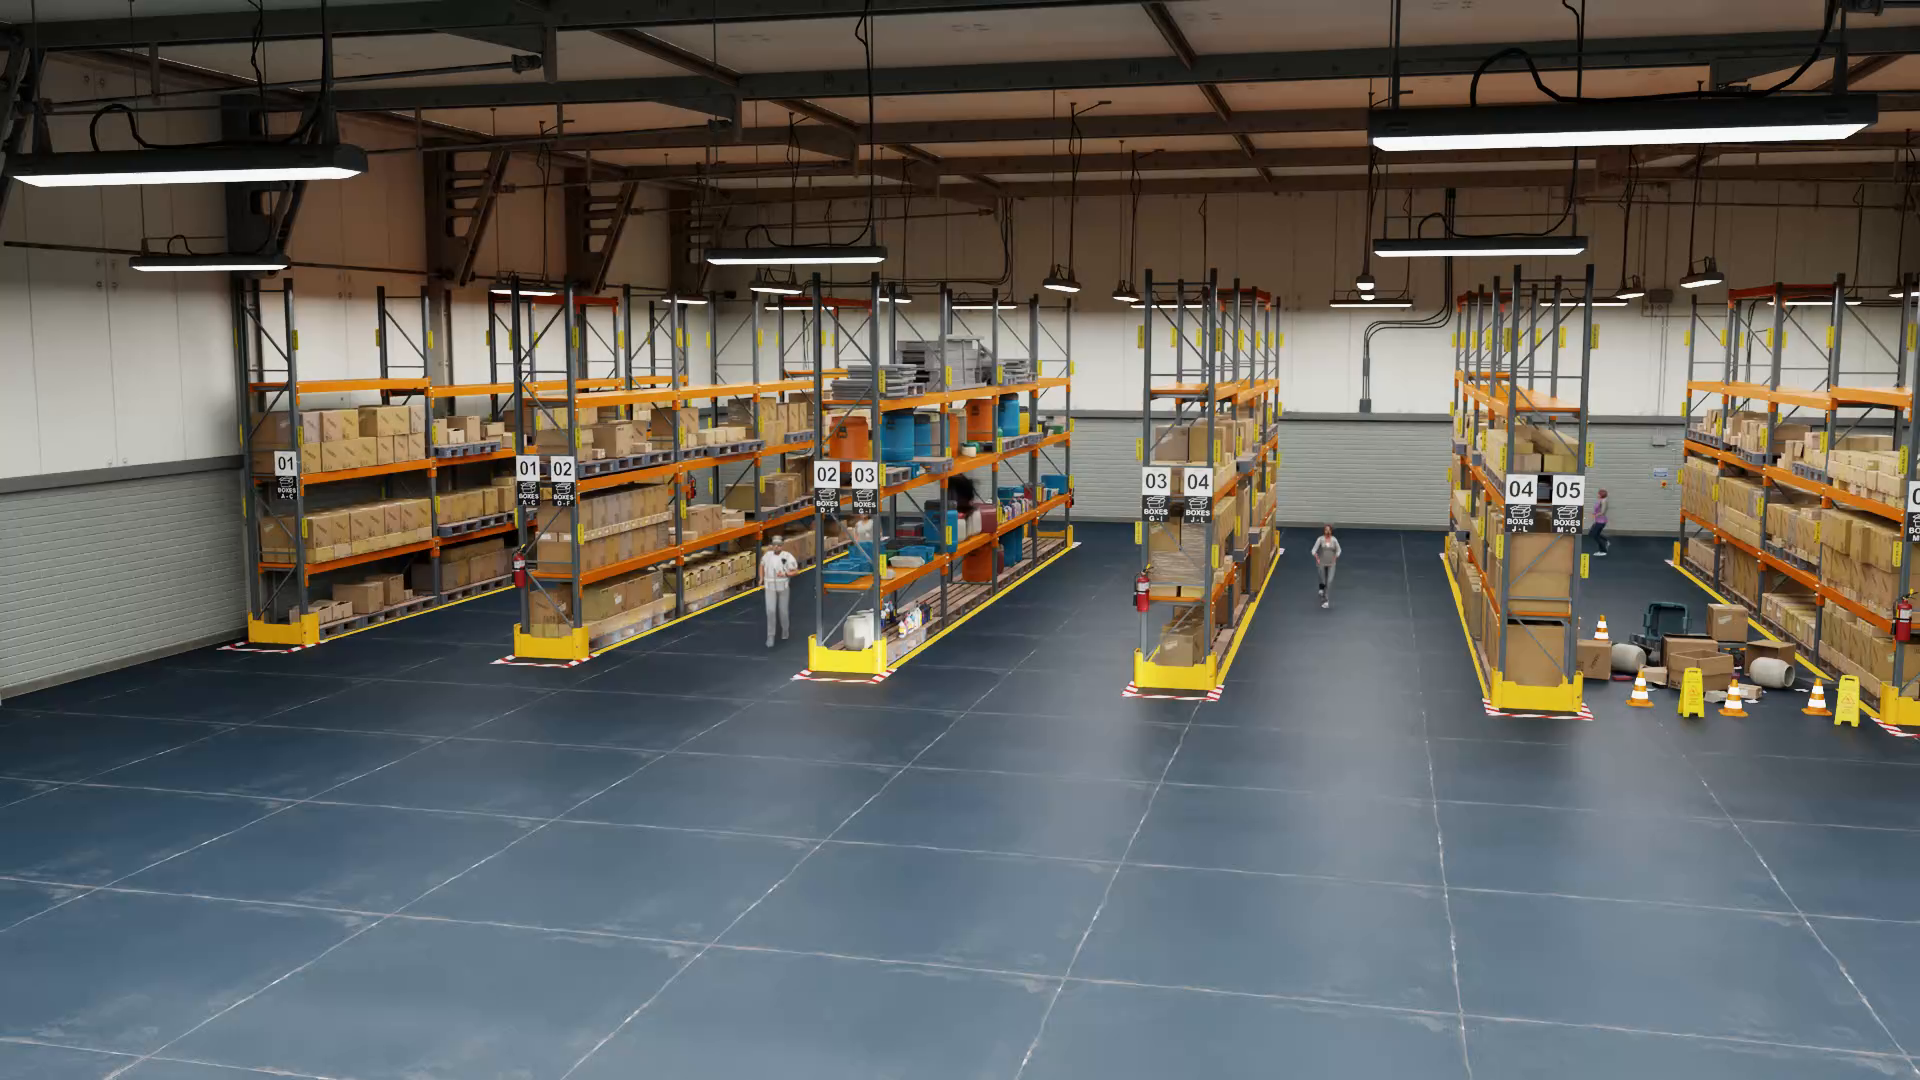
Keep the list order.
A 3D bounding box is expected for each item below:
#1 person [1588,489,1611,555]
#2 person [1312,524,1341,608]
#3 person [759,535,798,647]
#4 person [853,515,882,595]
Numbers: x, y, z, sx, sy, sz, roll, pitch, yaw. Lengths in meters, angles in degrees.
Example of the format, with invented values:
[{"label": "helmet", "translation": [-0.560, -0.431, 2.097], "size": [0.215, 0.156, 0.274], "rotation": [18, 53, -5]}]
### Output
[{"label": "person", "translation": [14.933, -0.415, 38.815], "size": [0.544, 1.559, 0.544], "rotation": [2, 7, 15]}, {"label": "person", "translation": [6.897, 0.484, 31.303], "size": [0.553, 1.546, 0.675], "rotation": [1, 7, 5]}, {"label": "person", "translation": [-3.008, 0.807, 27.520], "size": [0.665, 1.797, 0.885], "rotation": [0, 7, 1]}, {"label": "person", "translation": [-1.751, 0.202, 30.914], "size": [0.567, 1.646, 0.458], "rotation": [2, 7, 16]}]
